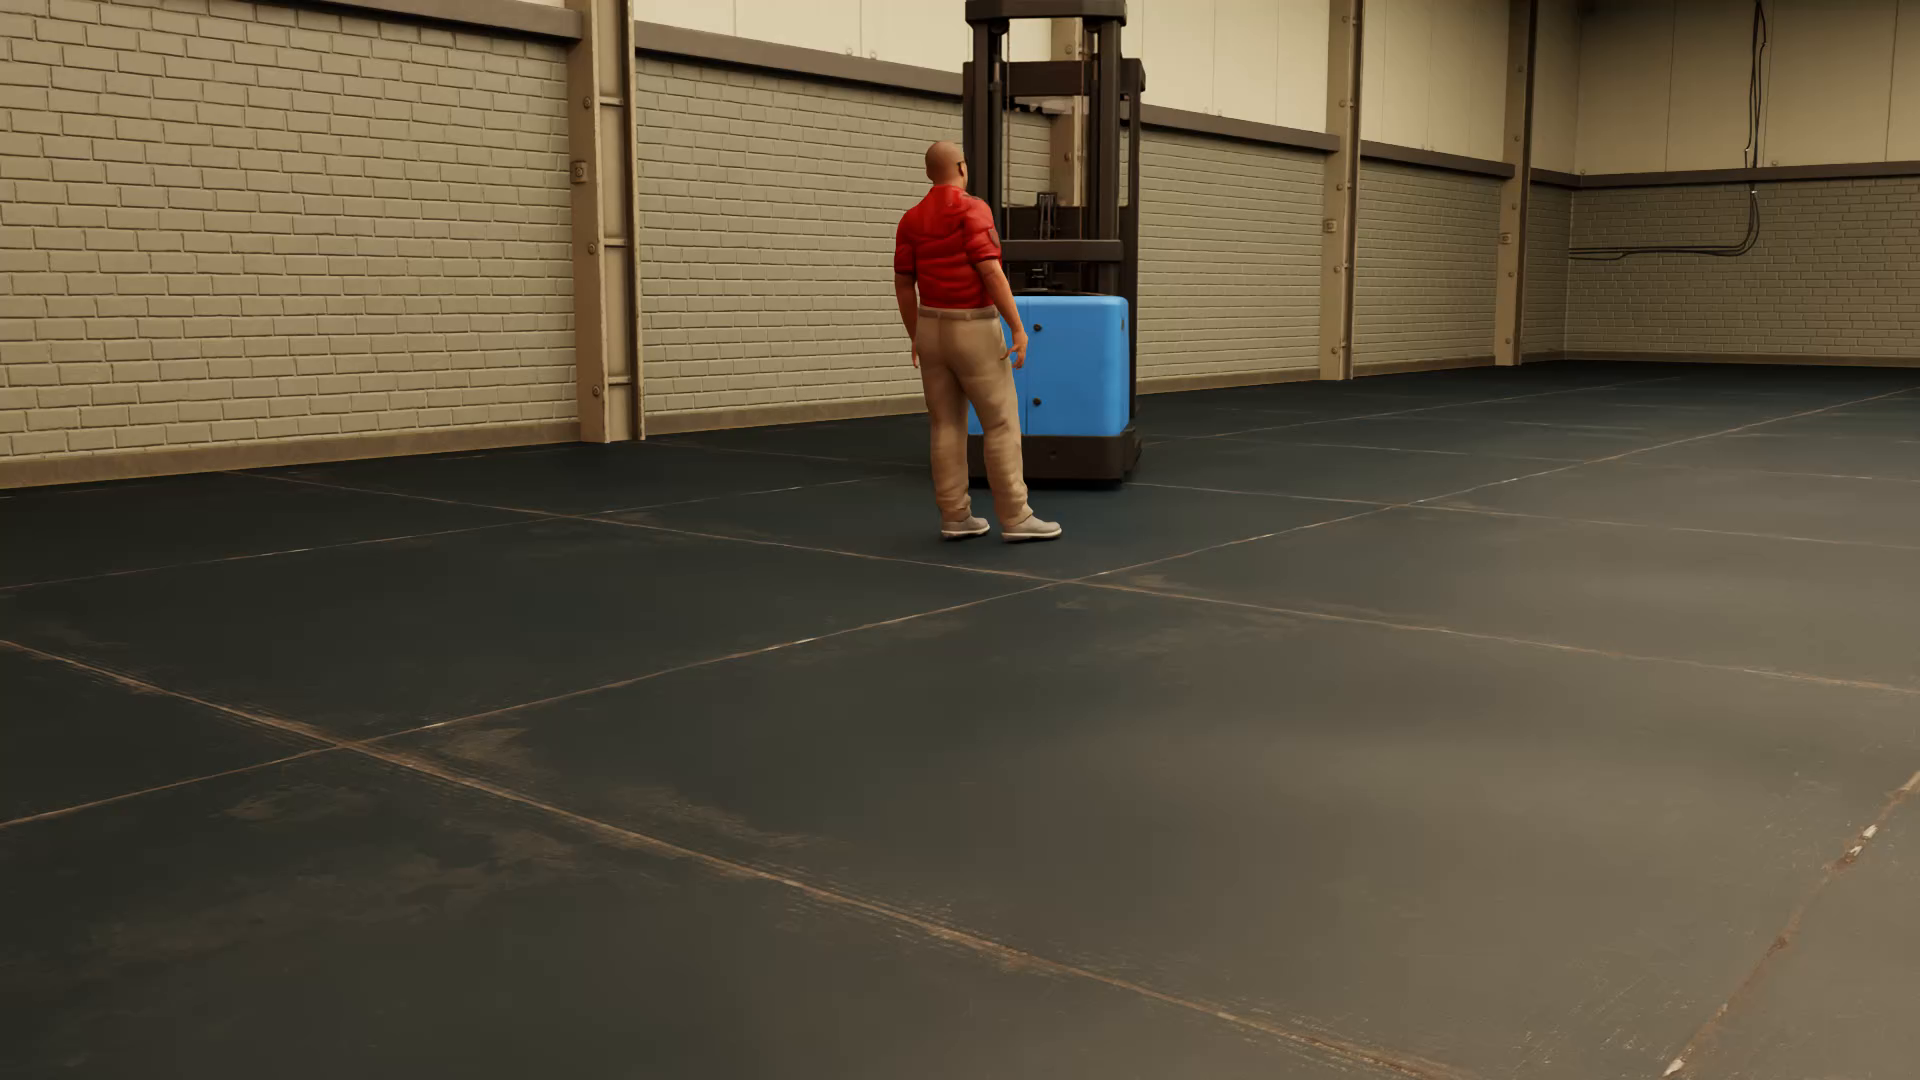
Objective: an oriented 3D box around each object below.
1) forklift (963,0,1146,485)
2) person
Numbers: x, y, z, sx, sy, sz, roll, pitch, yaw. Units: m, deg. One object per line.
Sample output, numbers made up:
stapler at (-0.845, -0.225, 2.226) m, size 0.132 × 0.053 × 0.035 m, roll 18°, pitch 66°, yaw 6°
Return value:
forklift at (0.596, -1.939, 10.532) m, size 1.130 × 2.935 × 3.031 m, roll 1°, pitch 8°, yaw 9°
person at (0.066, -0.871, 7.340) m, size 0.640 × 1.727 × 0.551 m, roll 7°, pitch 11°, yaw 38°
